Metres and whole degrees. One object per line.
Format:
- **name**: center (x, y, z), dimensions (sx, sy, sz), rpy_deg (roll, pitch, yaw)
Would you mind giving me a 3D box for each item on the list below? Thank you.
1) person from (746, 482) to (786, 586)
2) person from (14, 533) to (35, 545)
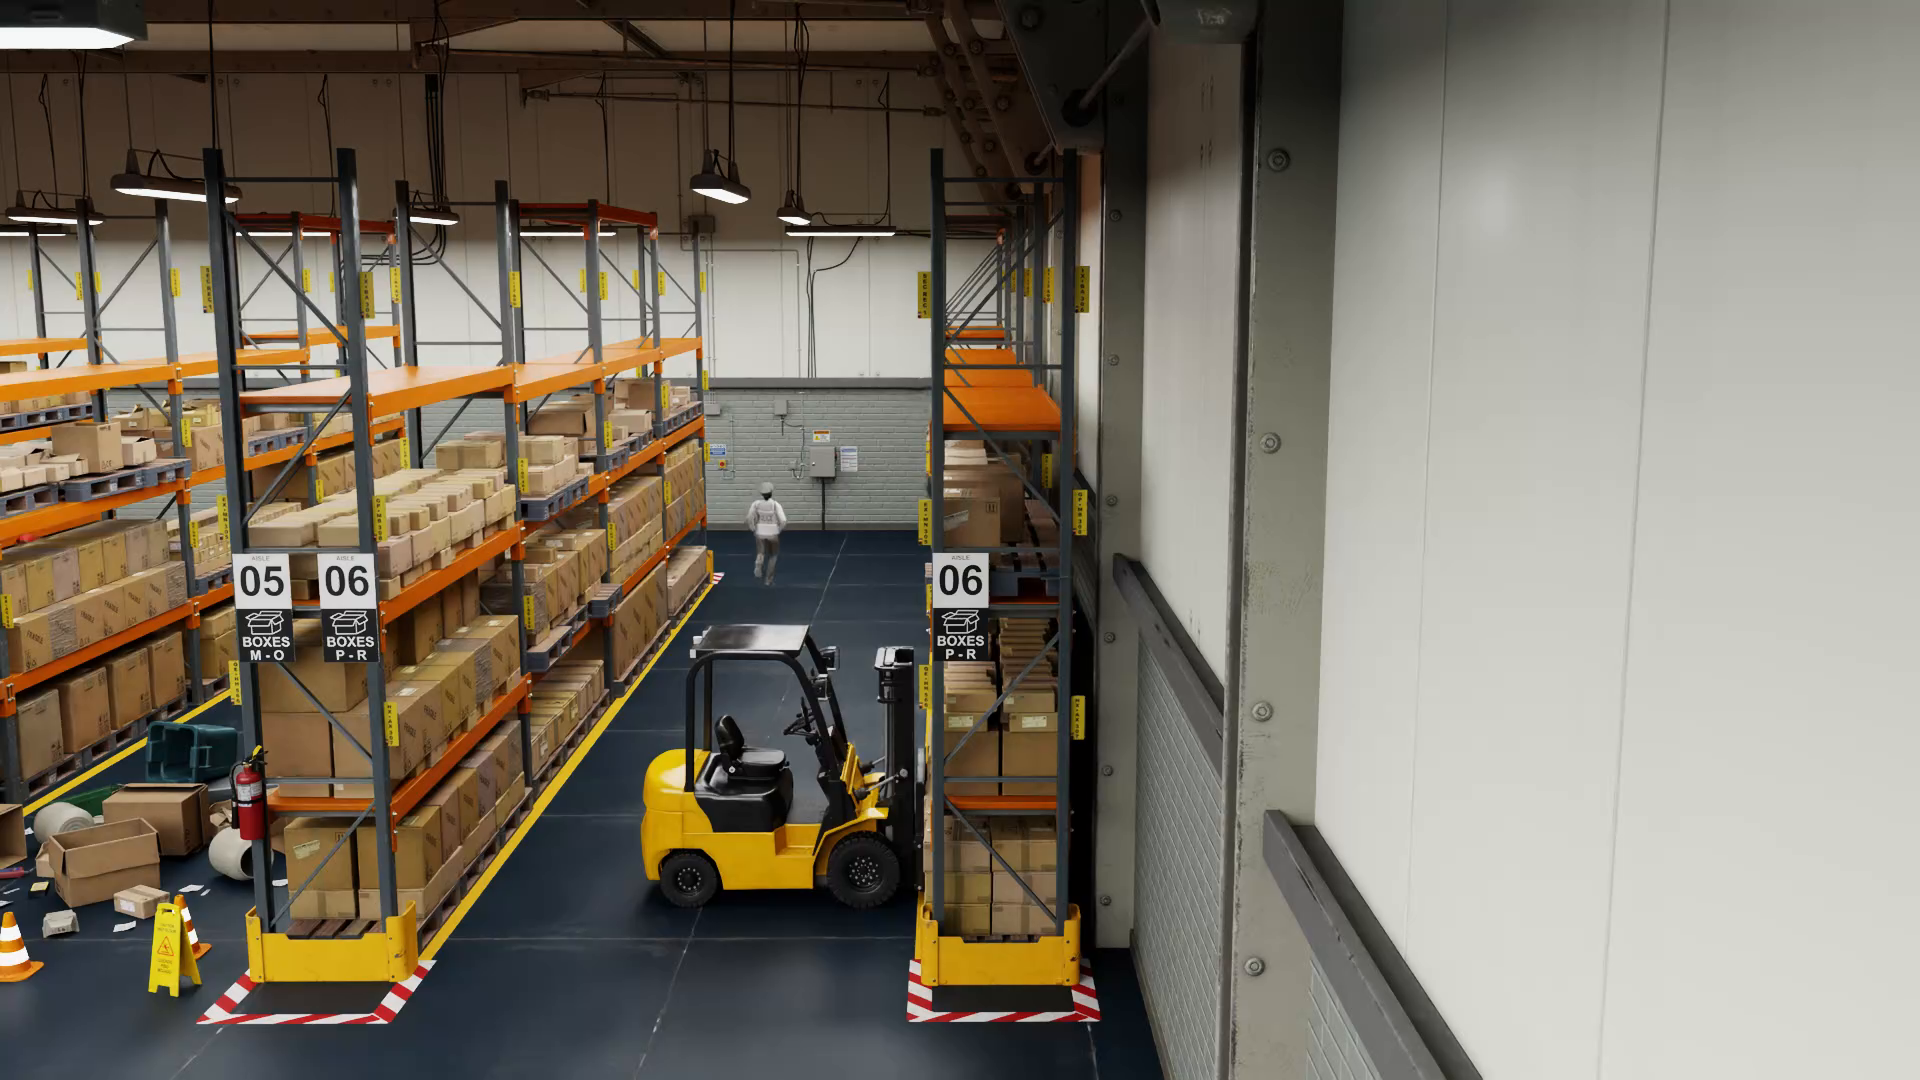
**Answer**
- **person**: center (-3.013, -0.066, 25.939), dimensions (0.641, 1.681, 0.612), rpy_deg (1, 9, 3)
- **person**: center (-12.404, 0.749, 22.158), dimensions (0.703, 1.728, 0.786), rpy_deg (0, 9, -2)
